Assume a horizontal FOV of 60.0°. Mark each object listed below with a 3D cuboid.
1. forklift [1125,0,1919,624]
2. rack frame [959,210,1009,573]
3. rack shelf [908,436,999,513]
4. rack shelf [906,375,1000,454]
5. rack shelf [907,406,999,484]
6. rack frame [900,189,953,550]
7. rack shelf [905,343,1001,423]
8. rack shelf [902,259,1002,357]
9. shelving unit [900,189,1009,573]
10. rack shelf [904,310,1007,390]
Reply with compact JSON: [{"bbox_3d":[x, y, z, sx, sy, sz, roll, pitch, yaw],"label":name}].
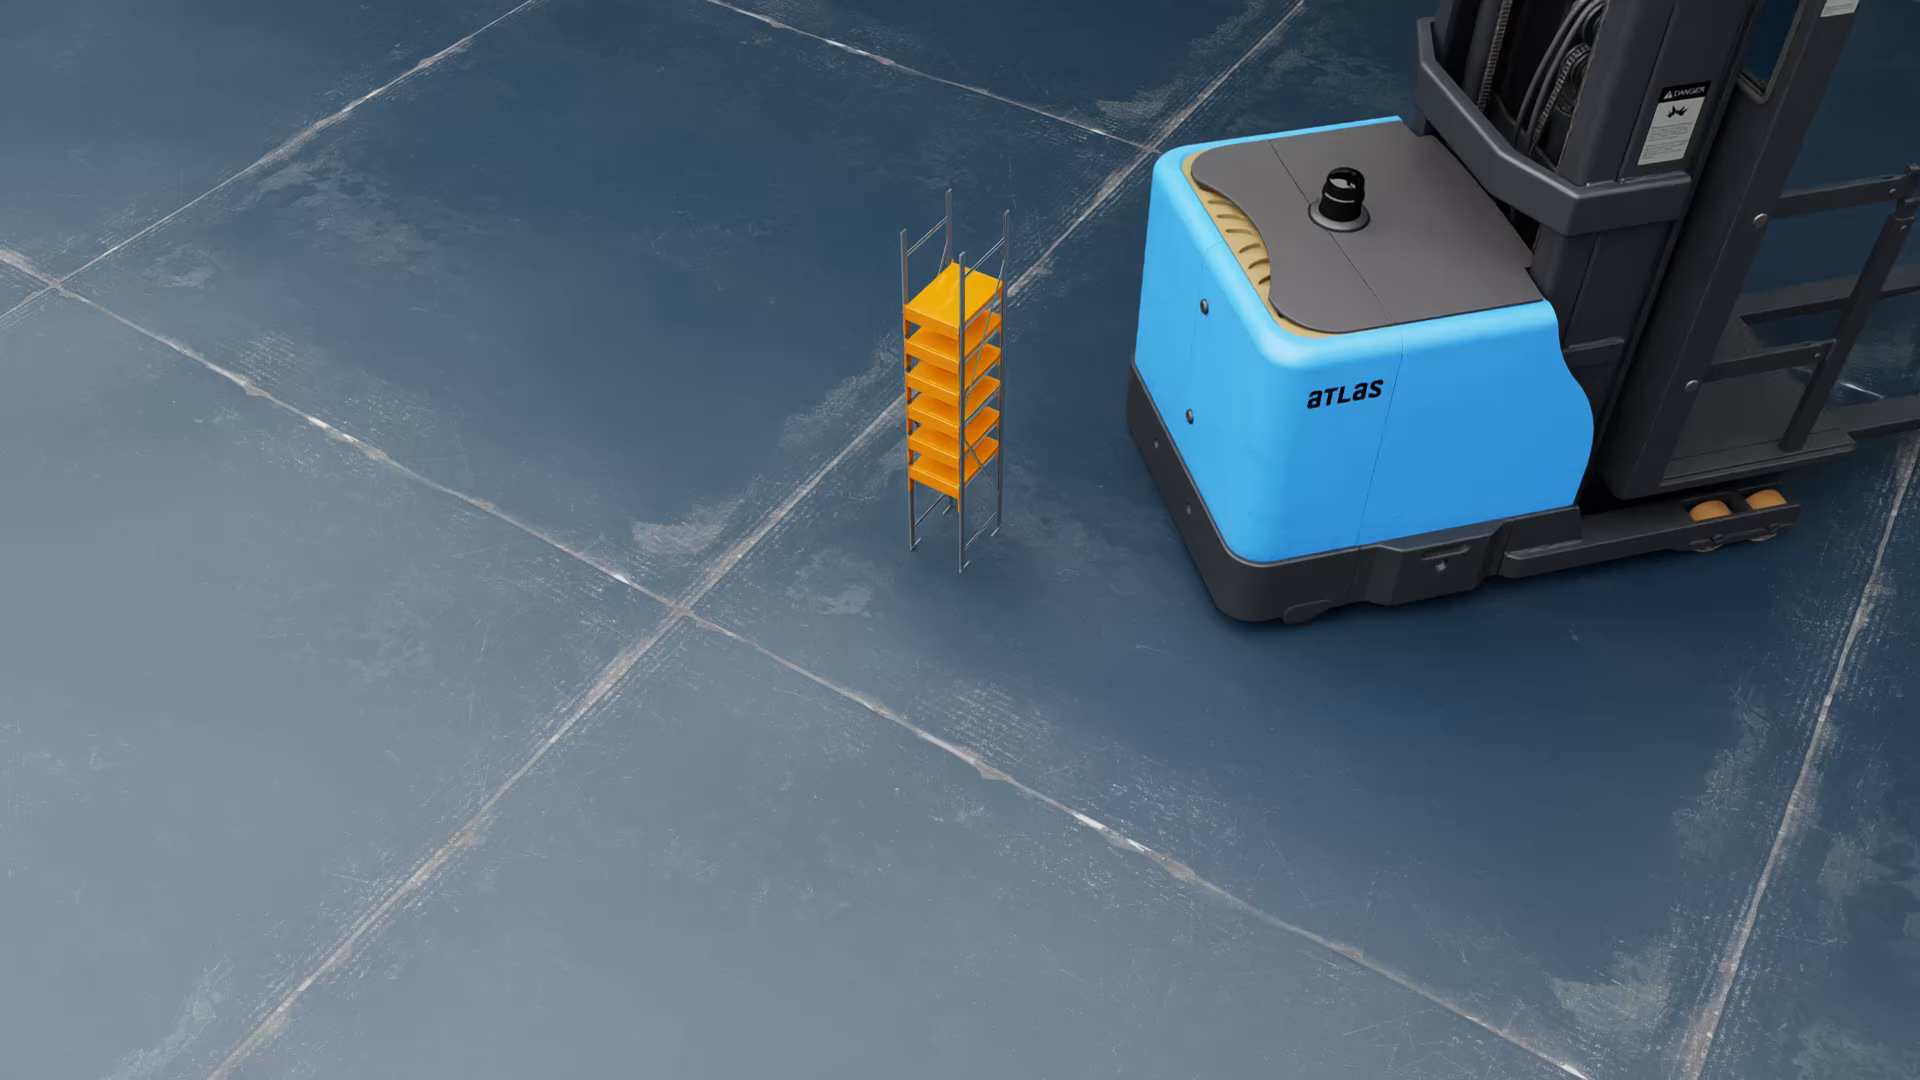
[{"bbox_3d":[2.126,-1.343,4.511,3.031,2.935,1.130,-10,47,-10],"label":"forklift"},{"bbox_3d":[0.065,-0.388,4.791,0.006,1.200,0.240,25,51,22],"label":"rack frame"},{"bbox_3d":[-0.012,-0.226,5.029,0.180,0.103,0.258,25,51,22],"label":"rack shelf"},{"bbox_3d":[-0.012,-0.393,4.857,0.180,0.103,0.258,25,51,22],"label":"rack shelf"},{"bbox_3d":[-0.012,-0.309,4.943,0.180,0.103,0.258,25,51,22],"label":"rack shelf"},{"bbox_3d":[-0.089,-0.459,4.860,0.006,1.200,0.240,25,51,22],"label":"rack frame"},{"bbox_3d":[-0.012,-0.476,4.771,0.180,0.103,0.258,25,51,22],"label":"rack shelf"},{"bbox_3d":[-0.012,-0.644,4.599,0.180,0.103,0.258,25,51,22],"label":"rack shelf"},{"bbox_3d":[-0.012,-0.424,4.825,0.189,1.200,0.258,25,51,22],"label":"shelving unit"},{"bbox_3d":[-0.012,-0.560,4.685,0.180,0.103,0.258,25,51,22],"label":"rack shelf"}]
